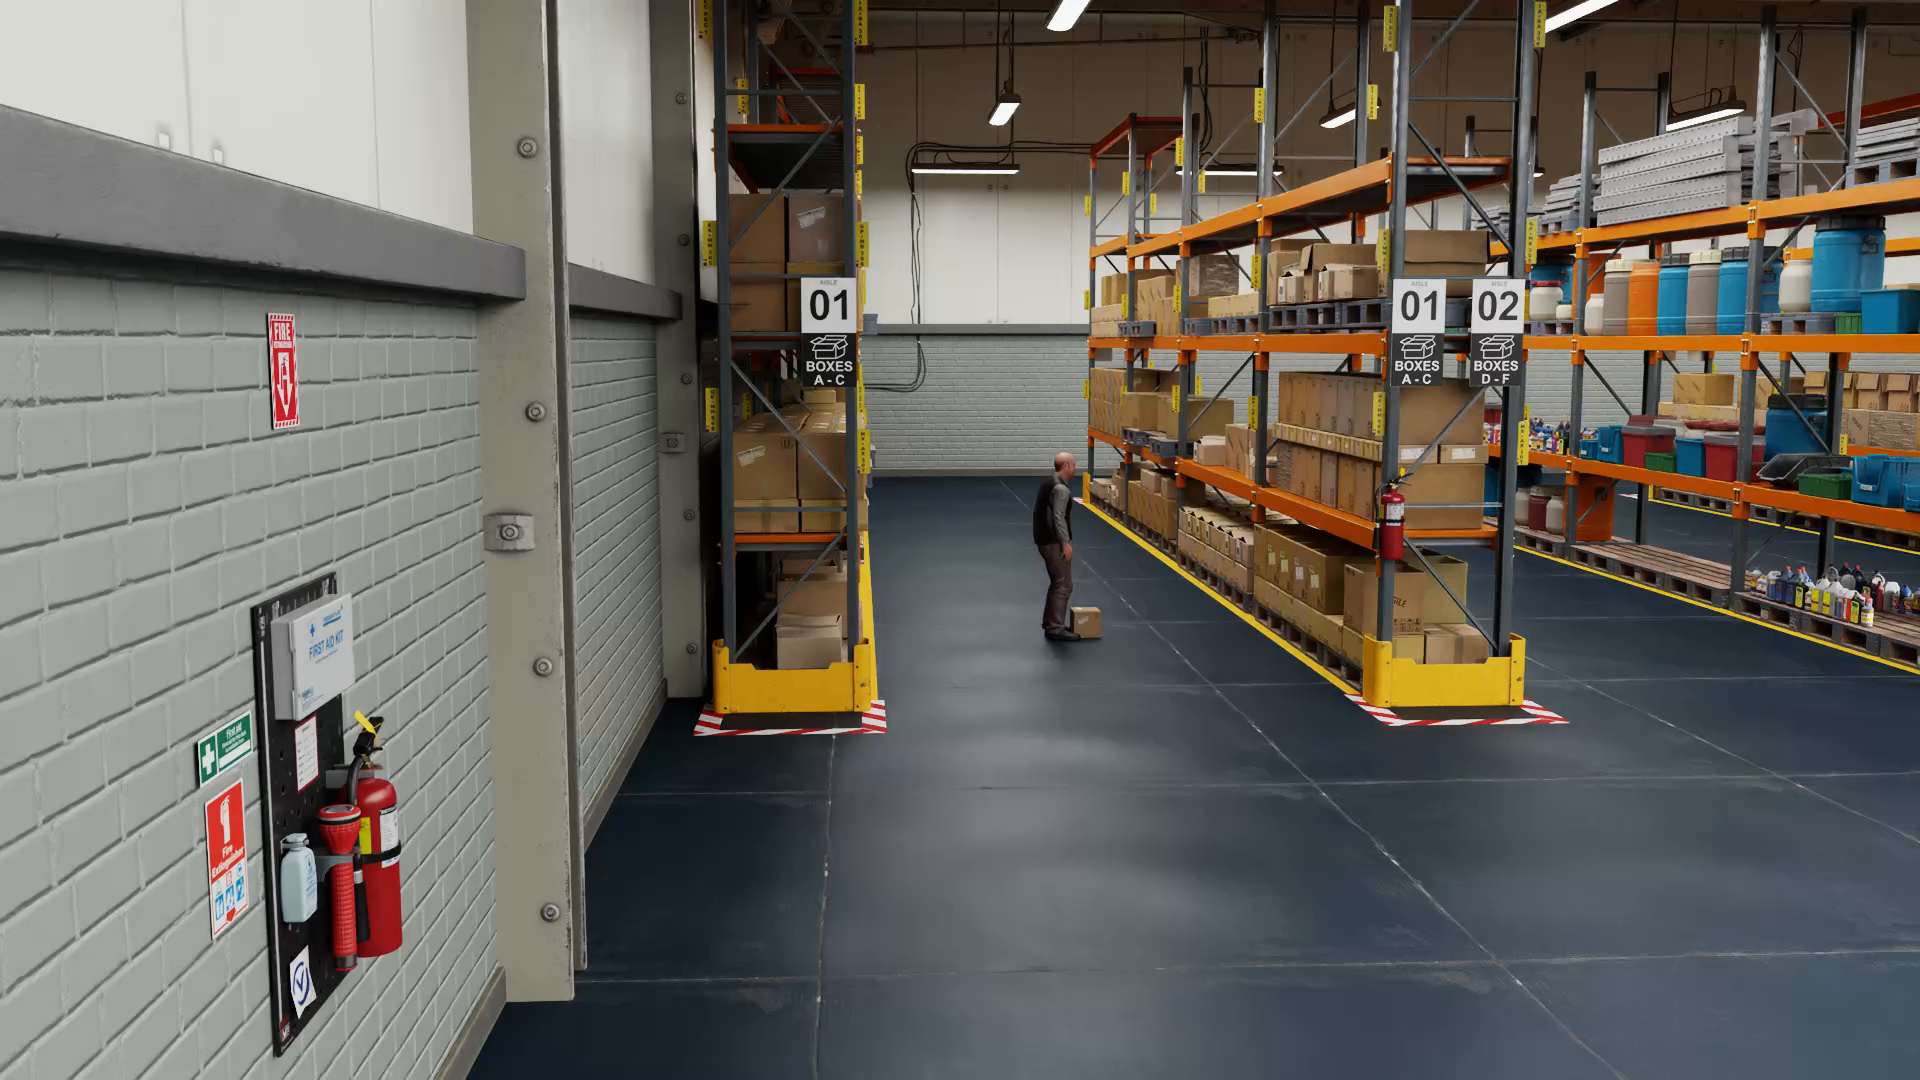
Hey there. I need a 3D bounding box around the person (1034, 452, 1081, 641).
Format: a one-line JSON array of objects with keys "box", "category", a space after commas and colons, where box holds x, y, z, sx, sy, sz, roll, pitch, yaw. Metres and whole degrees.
[{"box": [0.895, 0.046, 15.459, 0.414, 1.721, 0.580, 0, 7, -4], "category": "person"}]
